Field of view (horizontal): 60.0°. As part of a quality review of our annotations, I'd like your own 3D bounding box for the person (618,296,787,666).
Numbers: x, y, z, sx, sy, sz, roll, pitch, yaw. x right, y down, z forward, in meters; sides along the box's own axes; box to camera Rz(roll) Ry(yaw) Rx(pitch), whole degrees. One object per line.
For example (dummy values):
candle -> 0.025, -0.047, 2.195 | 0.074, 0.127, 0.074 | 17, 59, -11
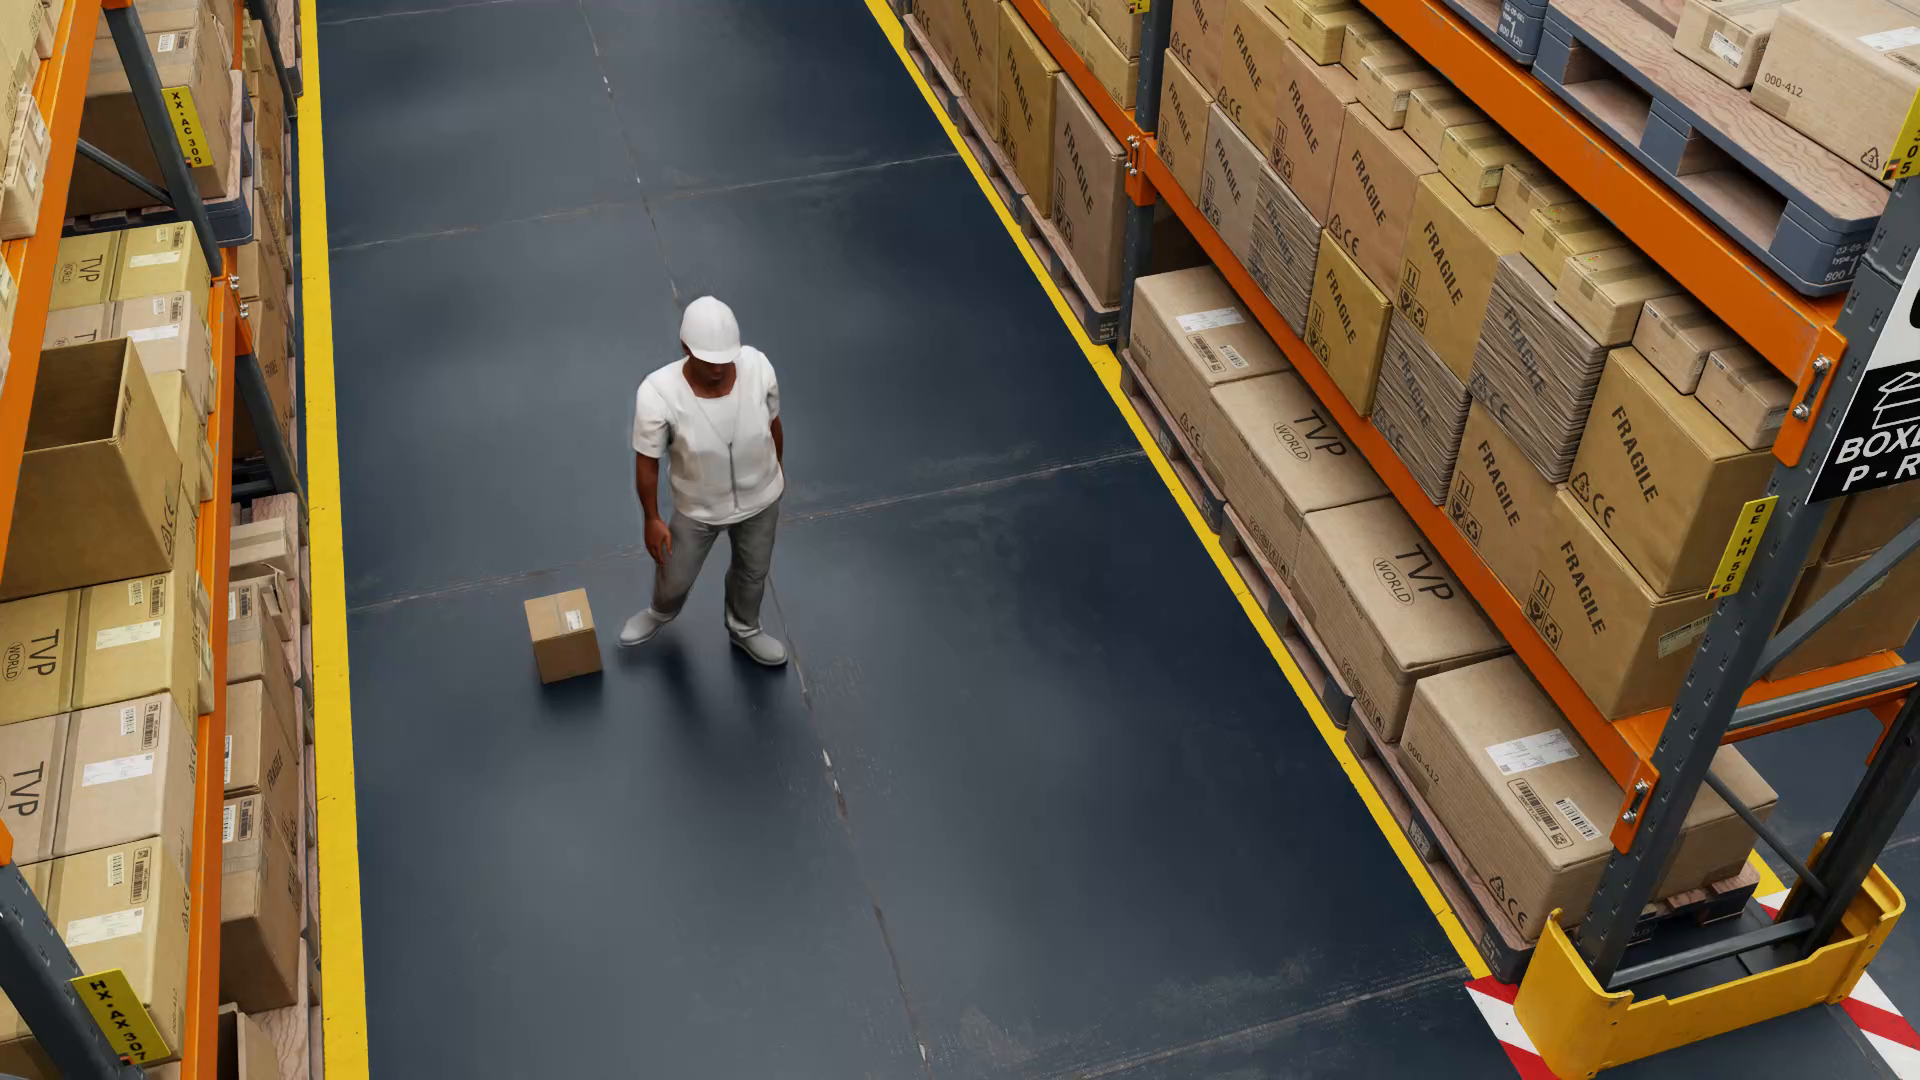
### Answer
person -> -1.014, -0.189, 6.342 | 0.746, 1.759, 0.528 | -16, 44, -17
